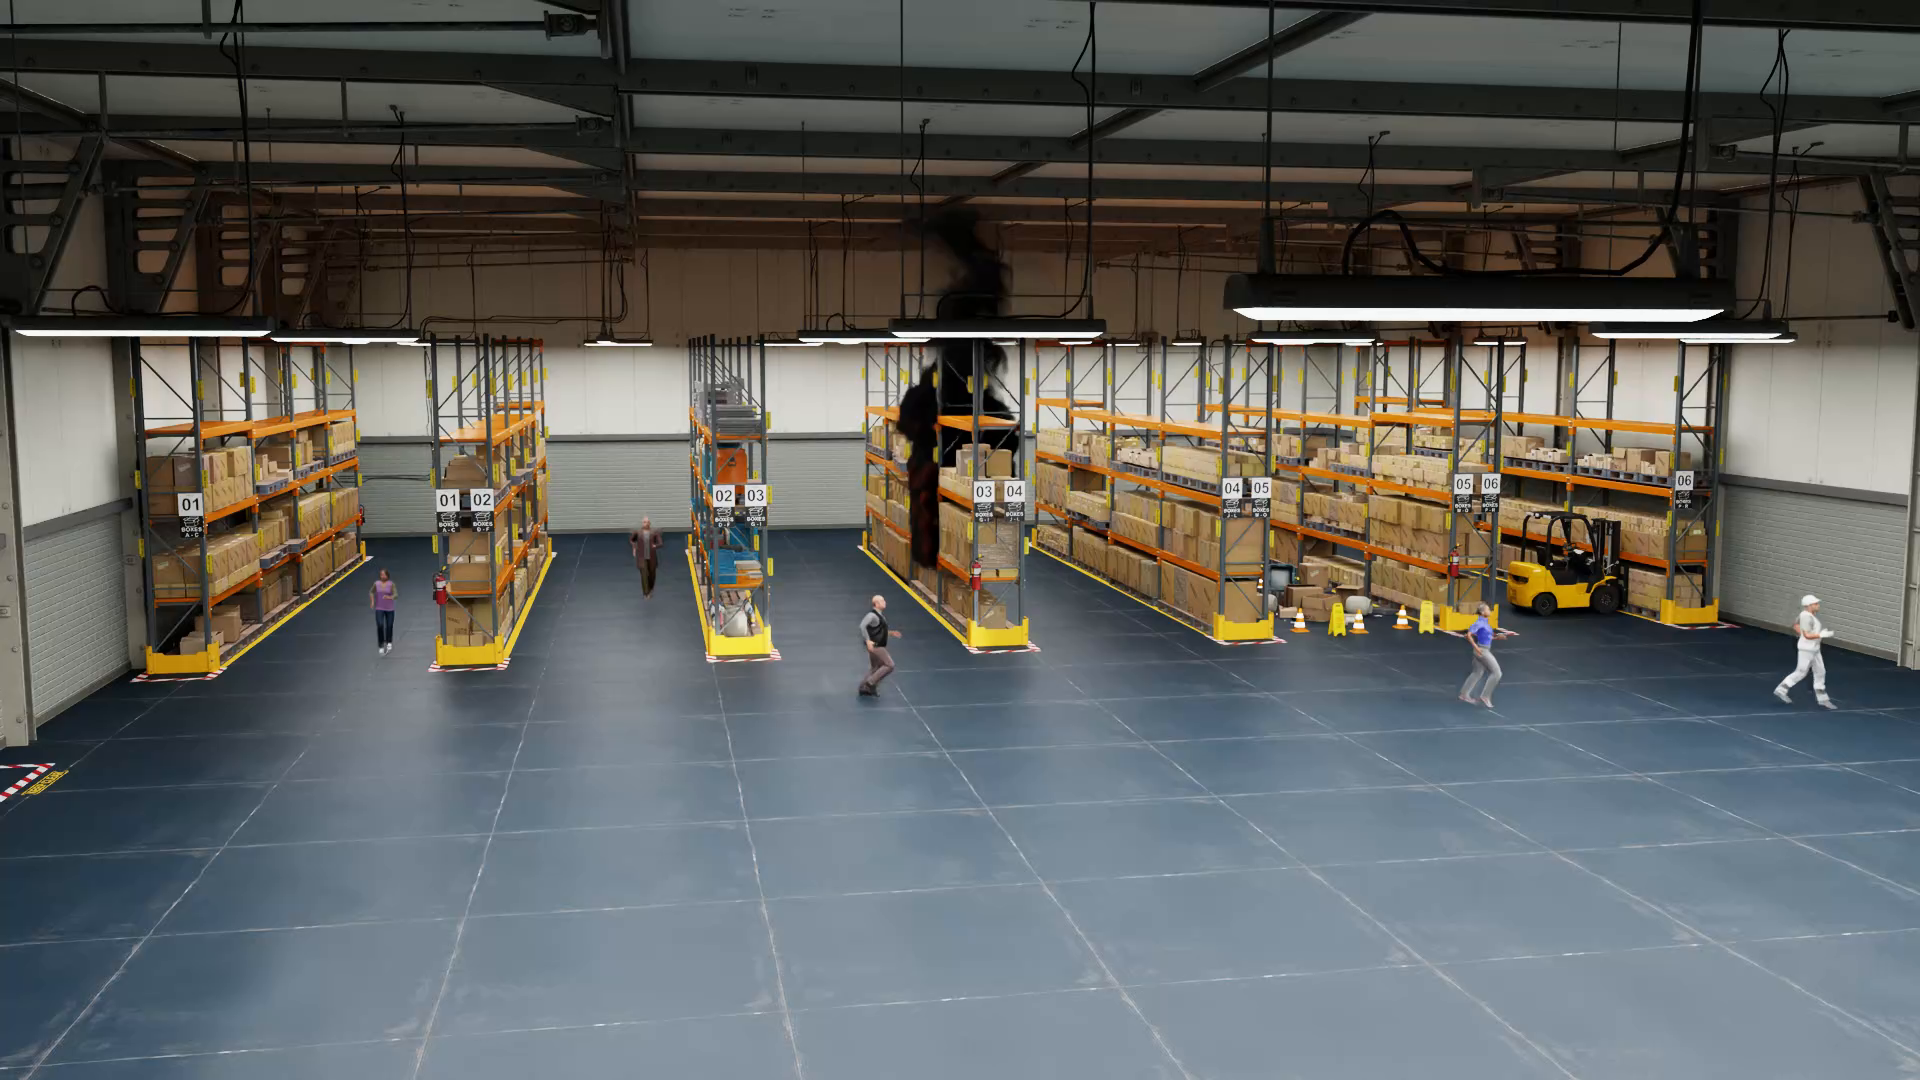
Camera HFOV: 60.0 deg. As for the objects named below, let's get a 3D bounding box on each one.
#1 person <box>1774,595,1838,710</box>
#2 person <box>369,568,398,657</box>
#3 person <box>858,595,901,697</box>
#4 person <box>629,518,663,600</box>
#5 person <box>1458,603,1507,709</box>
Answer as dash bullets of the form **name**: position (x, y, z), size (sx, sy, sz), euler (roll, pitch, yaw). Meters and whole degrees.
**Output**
- **person**: position (13.522, 1.776, 26.511), size (0.920, 1.809, 0.648), euler (5, 8, 37)
- **person**: position (-10.821, 1.352, 31.260), size (0.503, 1.644, 0.710), euler (-2, 7, -20)
- **person**: position (-1.335, 1.746, 27.338), size (0.733, 1.675, 0.630), euler (1, 7, 8)
- **person**: position (-6.839, 0.407, 36.298), size (0.719, 1.788, 0.909), euler (-2, 7, -14)
- **person**: position (8.387, 1.868, 26.674), size (0.724, 1.685, 0.541), euler (2, 7, 14)
